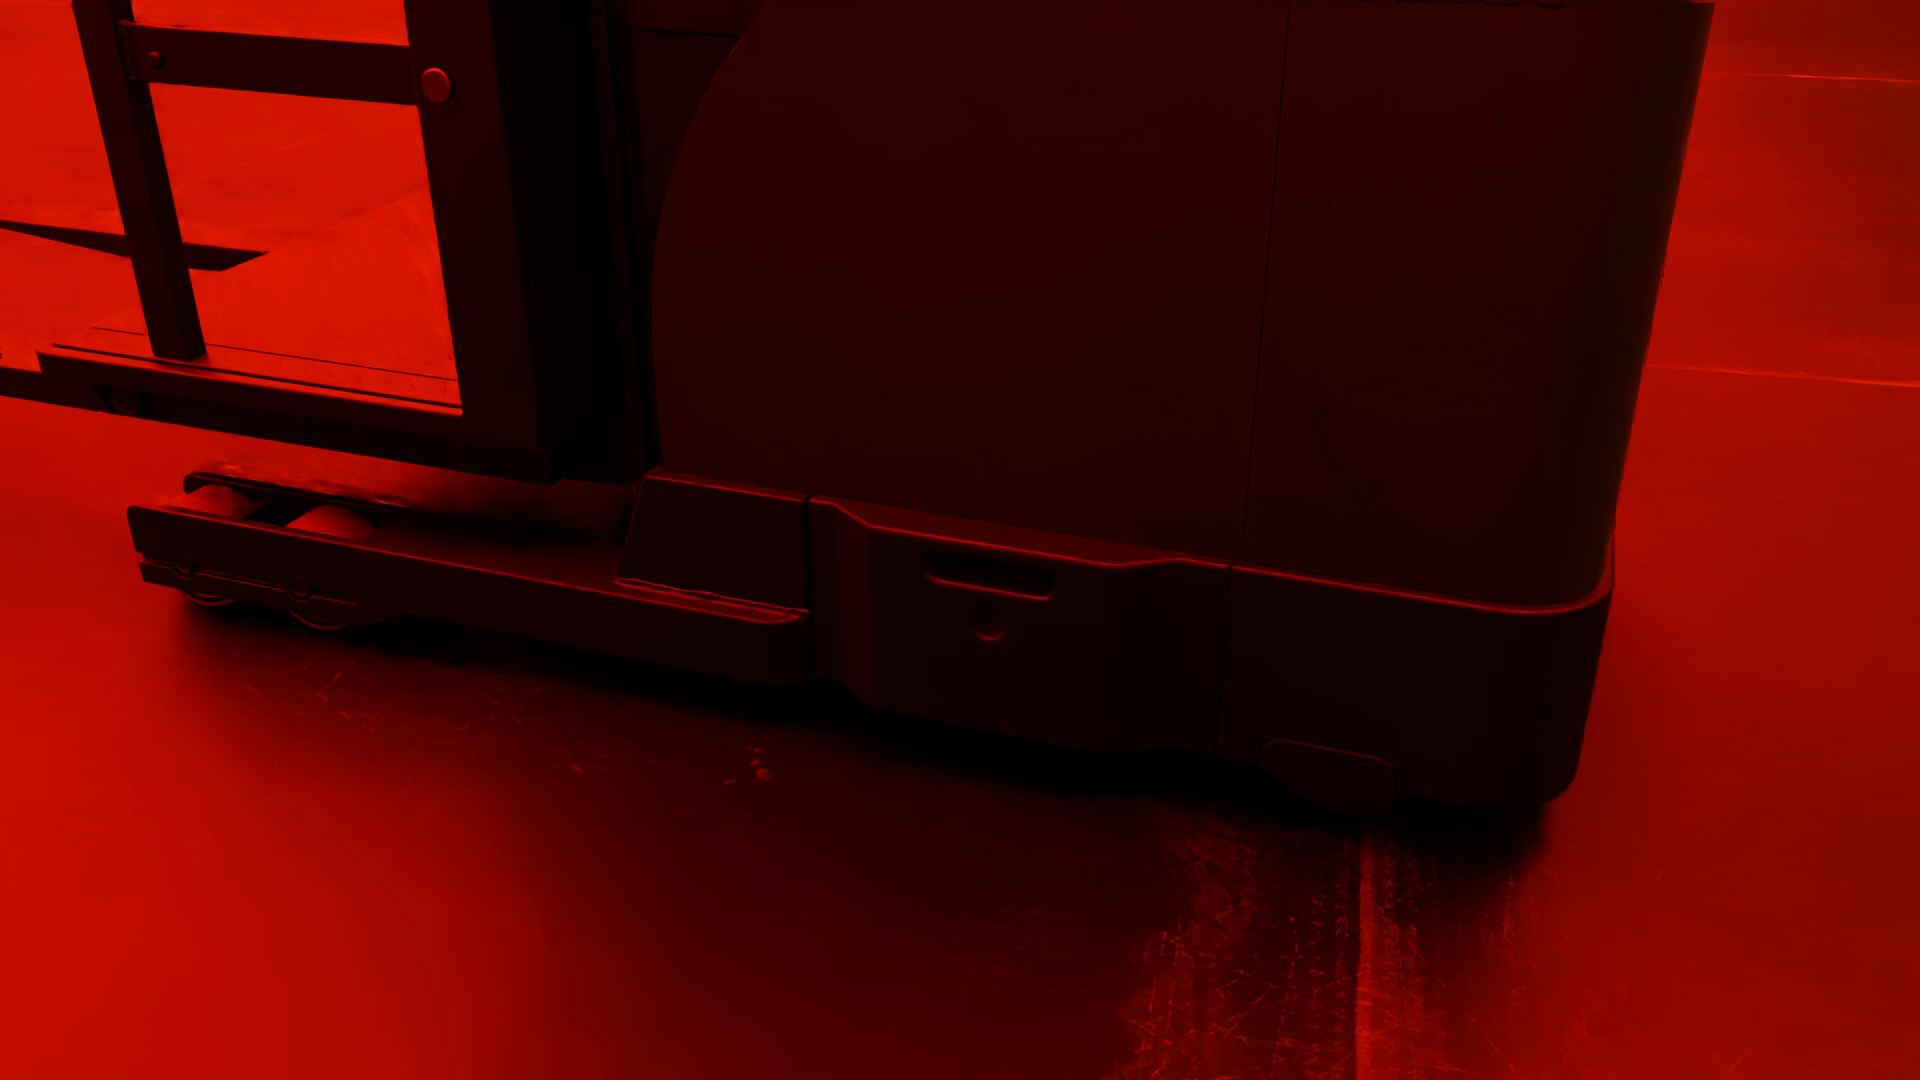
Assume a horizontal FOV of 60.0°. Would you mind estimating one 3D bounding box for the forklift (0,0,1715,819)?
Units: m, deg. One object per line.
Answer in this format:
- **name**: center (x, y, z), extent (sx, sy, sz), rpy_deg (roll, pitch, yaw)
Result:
- **forklift**: center (-0.604, -1.398, 2.017), extent (3.031, 2.935, 1.130), rpy_deg (9, 28, 18)
